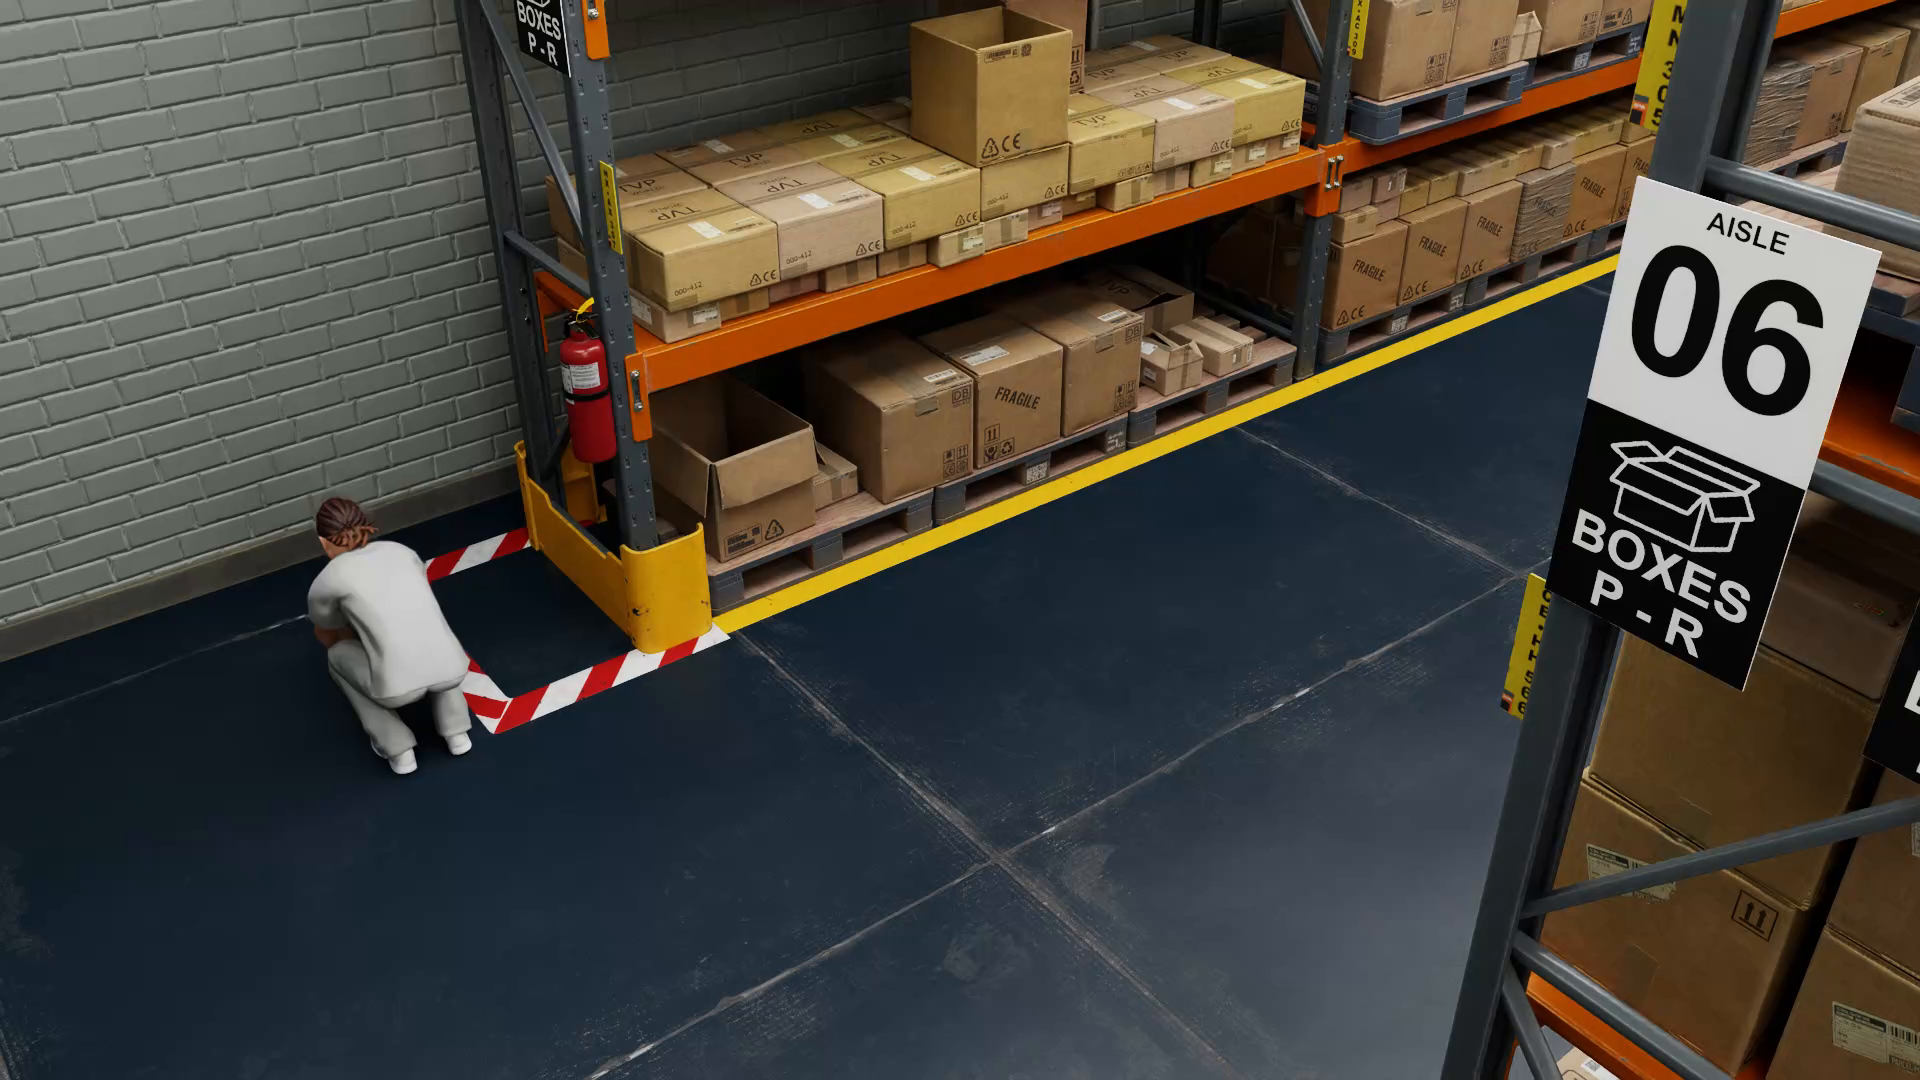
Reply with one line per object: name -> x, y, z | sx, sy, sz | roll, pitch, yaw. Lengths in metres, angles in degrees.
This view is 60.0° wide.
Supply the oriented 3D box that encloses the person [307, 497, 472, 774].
person -> -2.163, 0.347, 6.284 | 0.486, 0.938, 0.811 | -19, 37, -27
